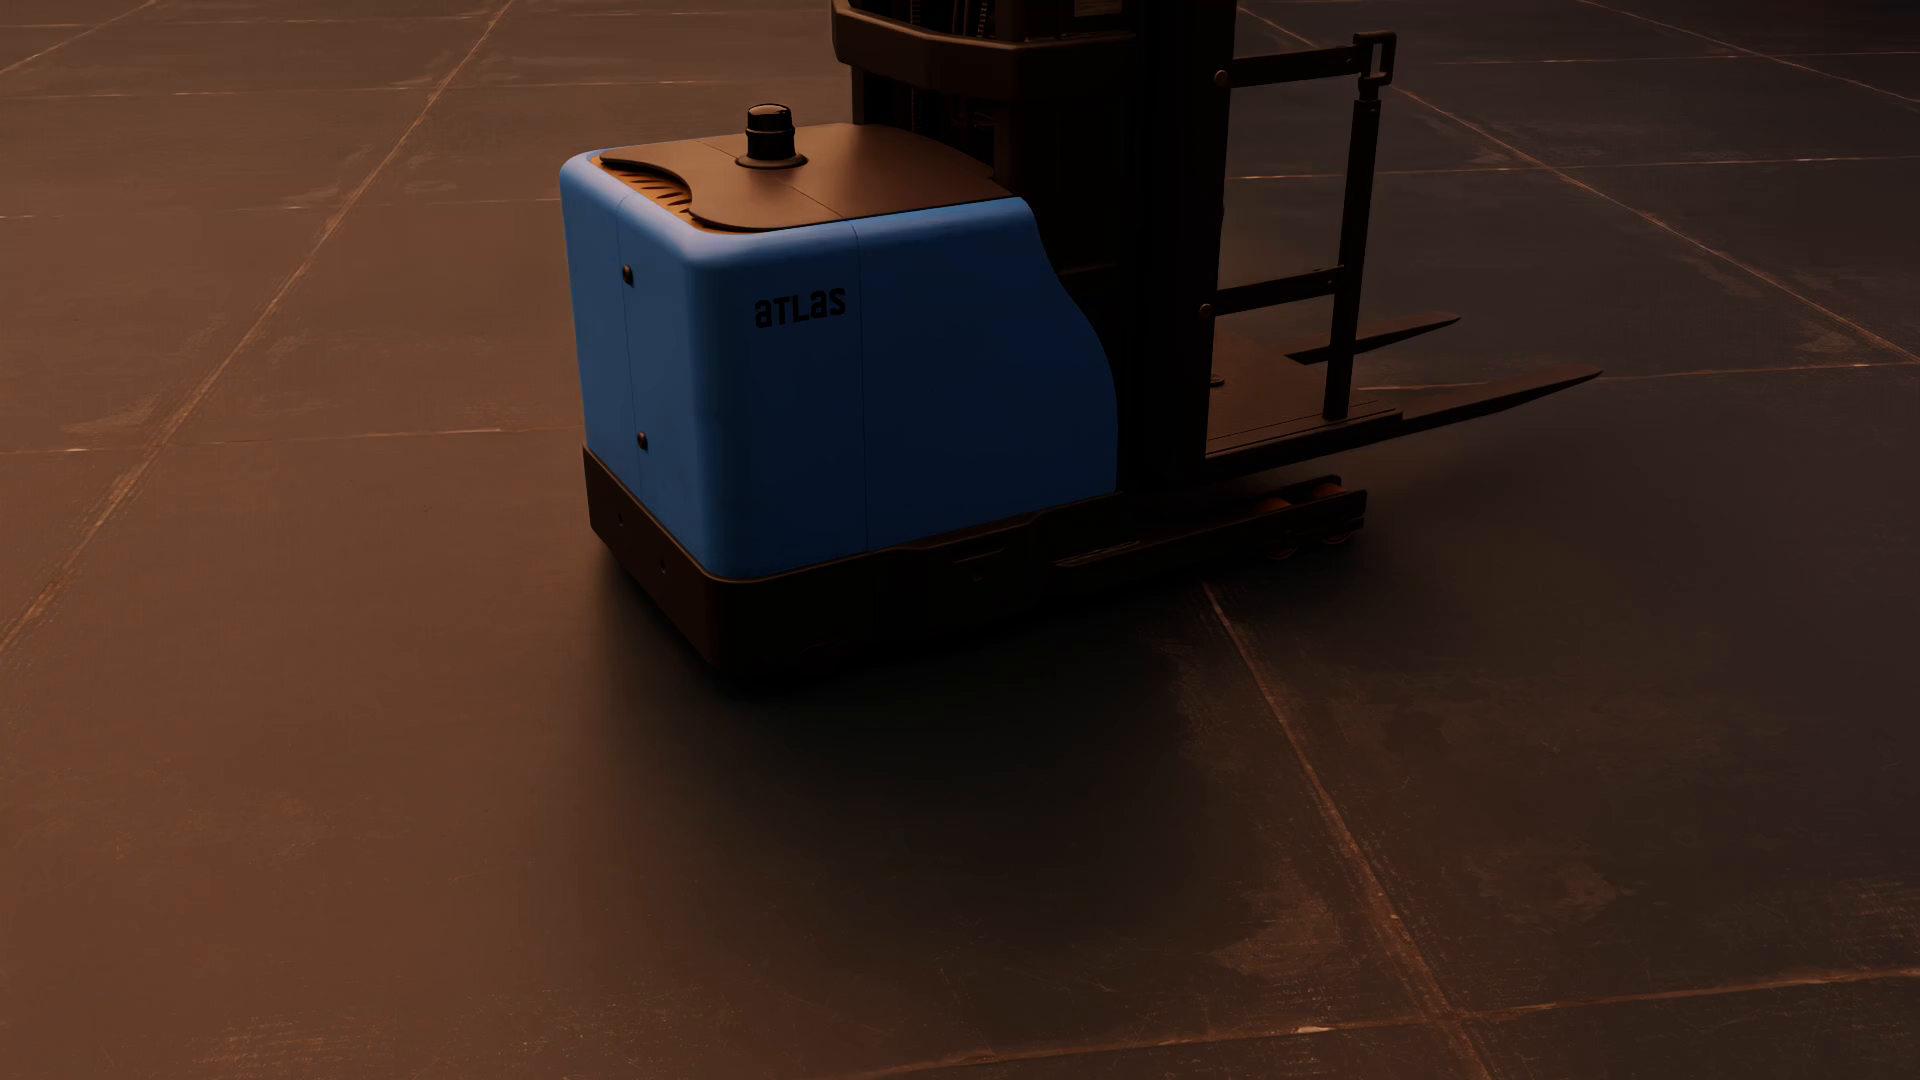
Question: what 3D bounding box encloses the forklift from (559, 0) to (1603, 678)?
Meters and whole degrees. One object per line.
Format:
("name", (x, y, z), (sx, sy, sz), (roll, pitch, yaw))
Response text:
("forklift", (0.529, -1.451, 4.240), (3.031, 2.935, 1.130), (-14, 29, -26))
